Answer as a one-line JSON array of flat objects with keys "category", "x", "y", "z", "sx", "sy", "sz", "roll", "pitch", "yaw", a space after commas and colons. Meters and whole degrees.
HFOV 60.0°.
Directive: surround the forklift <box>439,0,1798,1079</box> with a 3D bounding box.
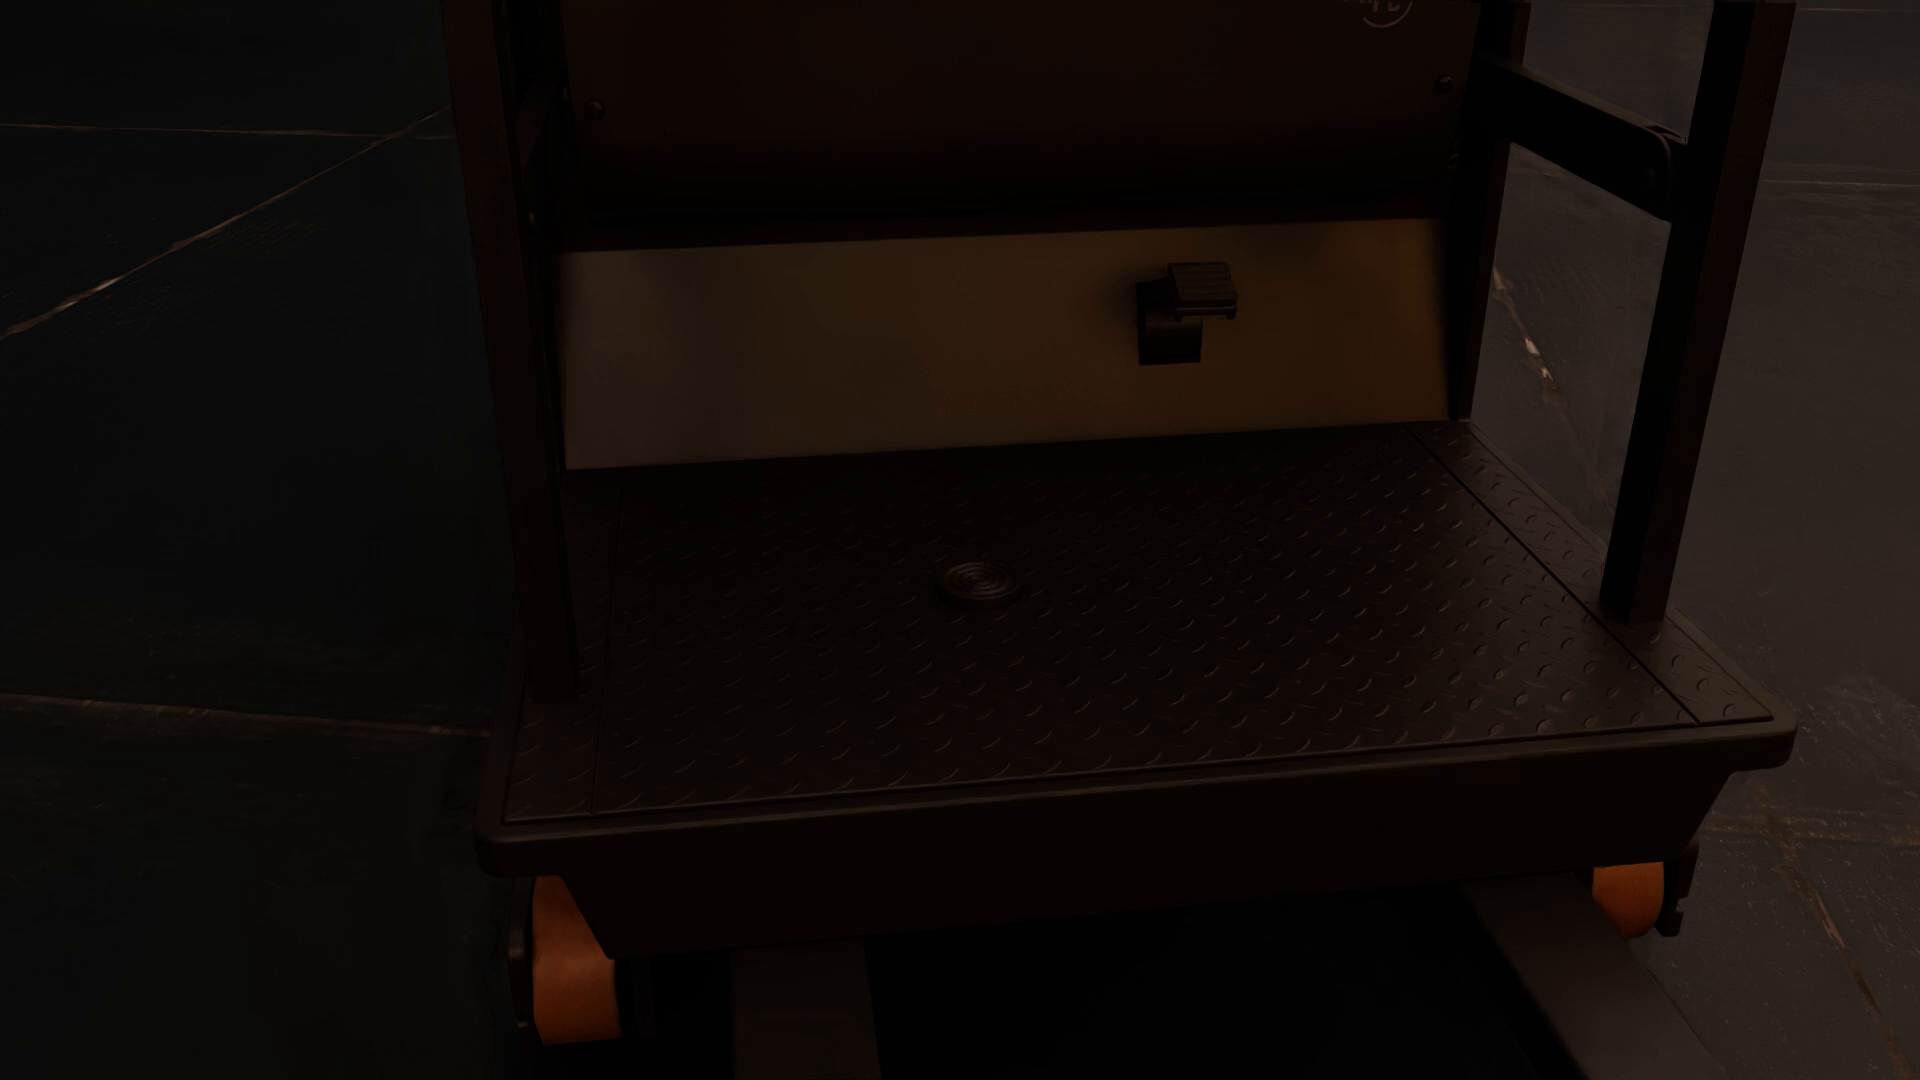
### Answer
[{"category": "forklift", "x": 0.102, "y": -1.010, "z": 1.241, "sx": 1.130, "sy": 2.935, "sz": 3.031, "roll": -4, "pitch": 27, "yaw": -7}]
